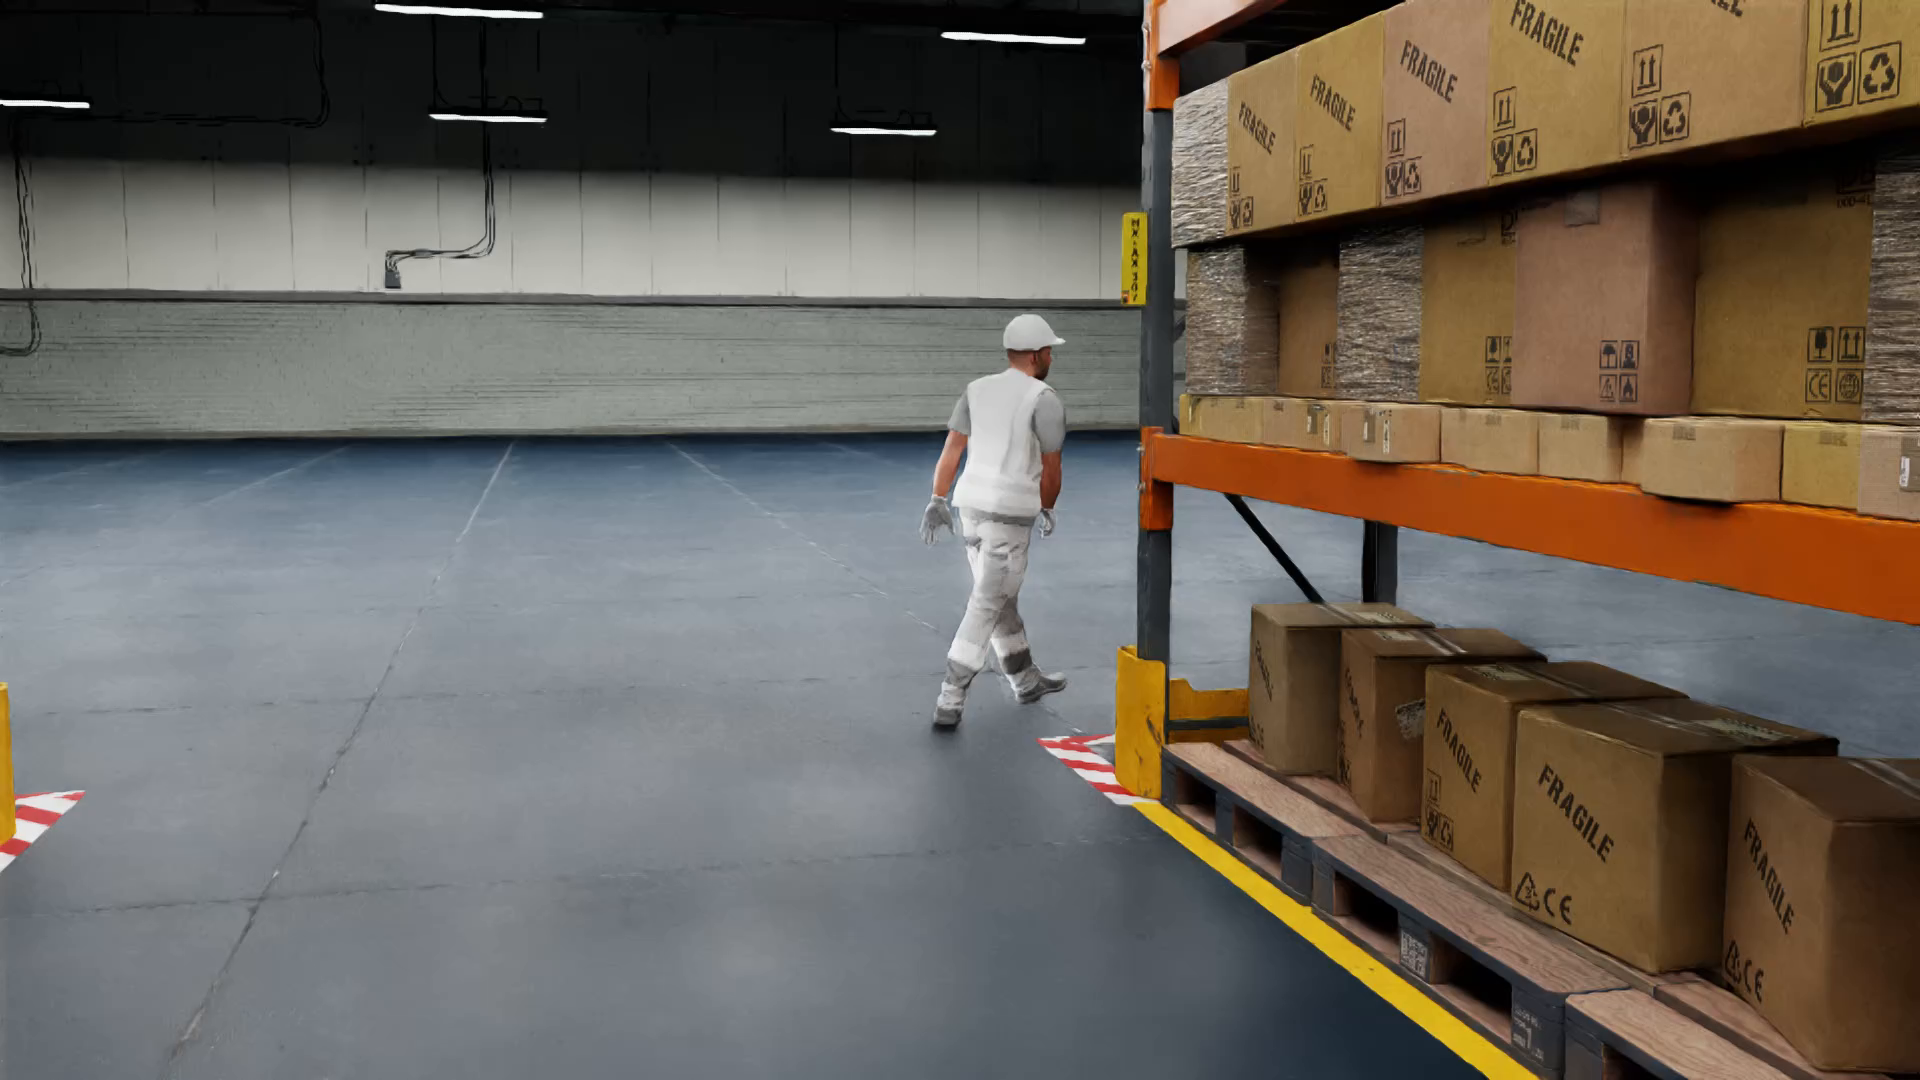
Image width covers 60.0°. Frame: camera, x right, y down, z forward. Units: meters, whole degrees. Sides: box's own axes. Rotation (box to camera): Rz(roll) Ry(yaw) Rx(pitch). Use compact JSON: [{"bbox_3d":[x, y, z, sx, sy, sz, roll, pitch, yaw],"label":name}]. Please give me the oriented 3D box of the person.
[{"bbox_3d":[0.239,-0.099,7.228,0.873,1.749,0.563,-5,8,-41],"label":"person"}]
